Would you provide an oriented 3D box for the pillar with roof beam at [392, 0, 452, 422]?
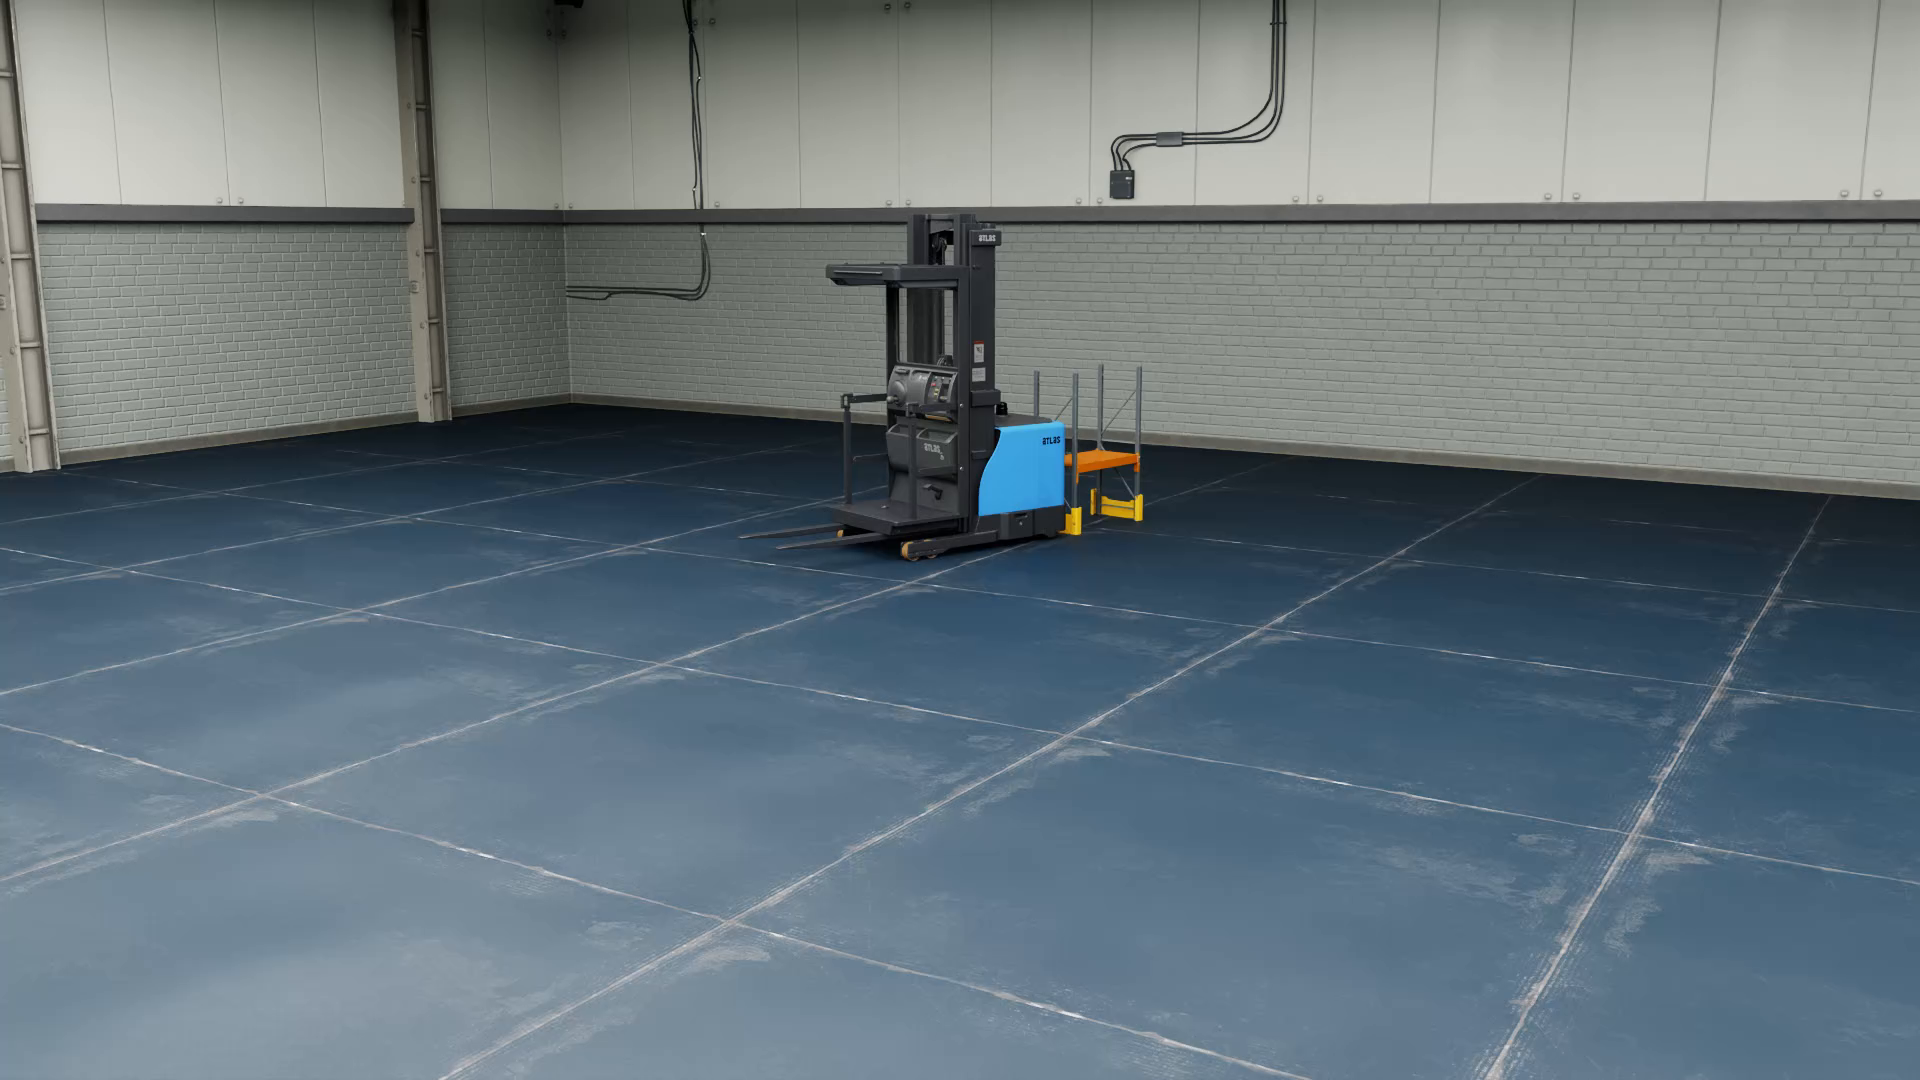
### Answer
[{"bbox_3d":[-4.135,-5.790,21.721,9.100,9.000,0.548,6,12,31],"label":"pillar with roof beam"}]

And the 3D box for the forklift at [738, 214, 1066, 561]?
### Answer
[{"bbox_3d":[-0.499,-1.370,14.601,3.031,2.935,1.130,-8,13,-37],"label":"forklift"}]

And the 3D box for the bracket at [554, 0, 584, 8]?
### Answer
[{"bbox_3d":[-6.065,-8.374,25.745,0.235,0.232,0.430,6,12,31],"label":"bracket"}]

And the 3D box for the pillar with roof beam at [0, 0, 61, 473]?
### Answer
[{"bbox_3d":[-7.250,-4.846,16.681,9.100,9.000,0.400,6,12,31],"label":"pillar with roof beam"}]

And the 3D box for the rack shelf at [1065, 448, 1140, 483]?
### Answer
[{"bbox_3d":[1.225,-0.718,15.987,0.538,0.185,1.000,9,14,40],"label":"rack shelf"}]

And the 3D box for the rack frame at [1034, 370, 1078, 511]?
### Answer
[{"bbox_3d":[0.891,-0.824,15.577,0.500,1.500,0.032,9,14,40],"label":"rack frame"}]

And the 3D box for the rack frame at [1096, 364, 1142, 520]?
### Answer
[{"bbox_3d":[1.559,-0.965,16.331,0.500,1.500,0.032,9,14,40],"label":"rack frame"}]

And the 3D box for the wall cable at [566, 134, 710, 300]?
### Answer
[{"bbox_3d":[-5.155,-5.012,26.004,3.097,2.526,0.112,6,12,31],"label":"wall cable"}]

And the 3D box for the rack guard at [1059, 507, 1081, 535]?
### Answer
[{"bbox_3d":[0.892,-0.210,15.693,0.587,0.250,0.087,9,14,40],"label":"rack guard"}]

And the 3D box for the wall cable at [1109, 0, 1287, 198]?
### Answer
[{"bbox_3d":[2.951,-7.300,20.547,2.305,6.003,0.169,6,12,31],"label":"wall cable"}]

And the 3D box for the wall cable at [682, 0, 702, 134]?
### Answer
[{"bbox_3d":[-2.843,-7.236,24.159,3.097,2.526,0.112,6,12,31],"label":"wall cable"}]

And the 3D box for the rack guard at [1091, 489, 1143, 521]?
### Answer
[{"bbox_3d":[1.546,-0.348,16.432,0.587,0.250,0.087,9,14,40],"label":"rack guard"}]

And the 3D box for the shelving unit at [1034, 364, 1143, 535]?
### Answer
[{"bbox_3d":[1.219,-0.894,15.948,0.587,1.500,1.083,9,14,40],"label":"shelving unit"}]
